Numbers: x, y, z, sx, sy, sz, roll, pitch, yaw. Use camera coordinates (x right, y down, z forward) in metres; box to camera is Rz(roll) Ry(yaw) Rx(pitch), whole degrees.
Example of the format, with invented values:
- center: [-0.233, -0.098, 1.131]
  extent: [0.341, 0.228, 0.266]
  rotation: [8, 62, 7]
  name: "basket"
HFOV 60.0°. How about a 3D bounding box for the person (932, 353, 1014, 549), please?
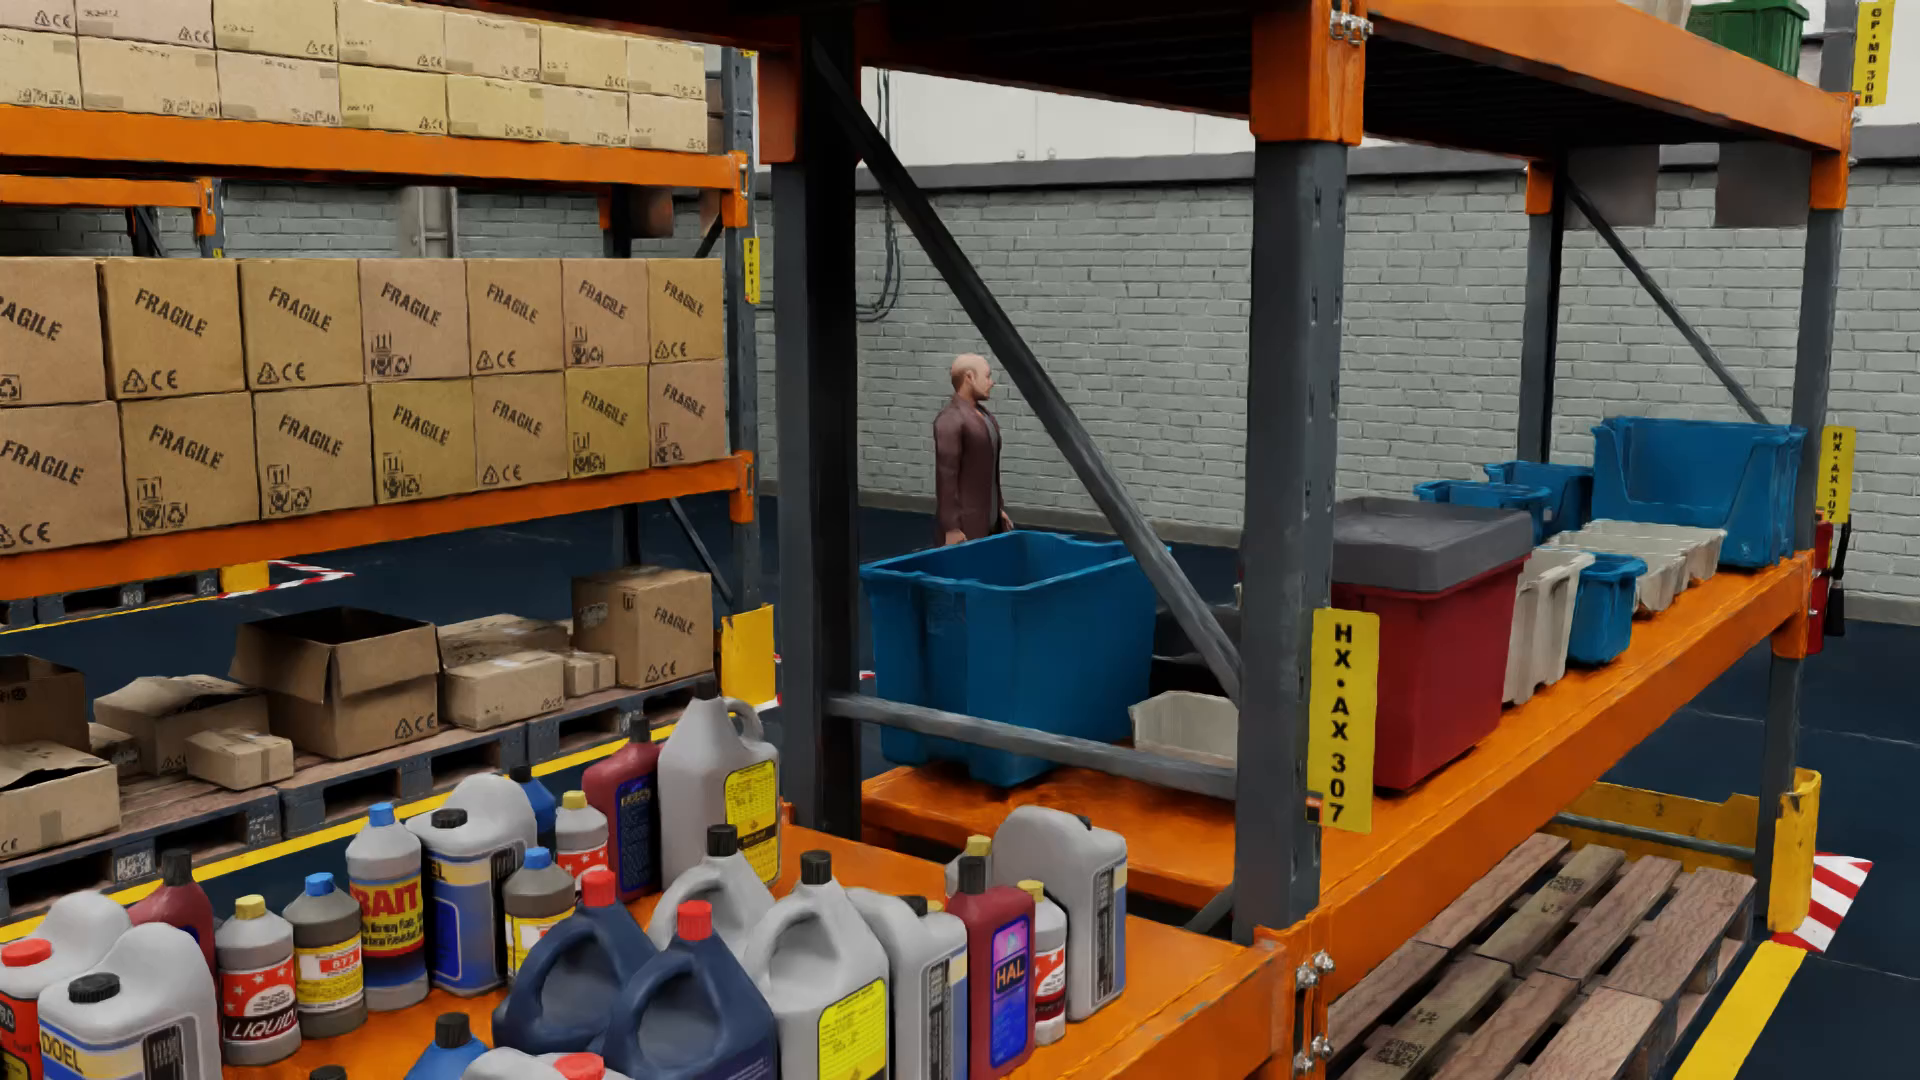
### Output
- center: [0.106, -0.082, 8.744]
  extent: [0.520, 1.786, 0.647]
  rotation: [4, 10, 21]
  name: "person"
